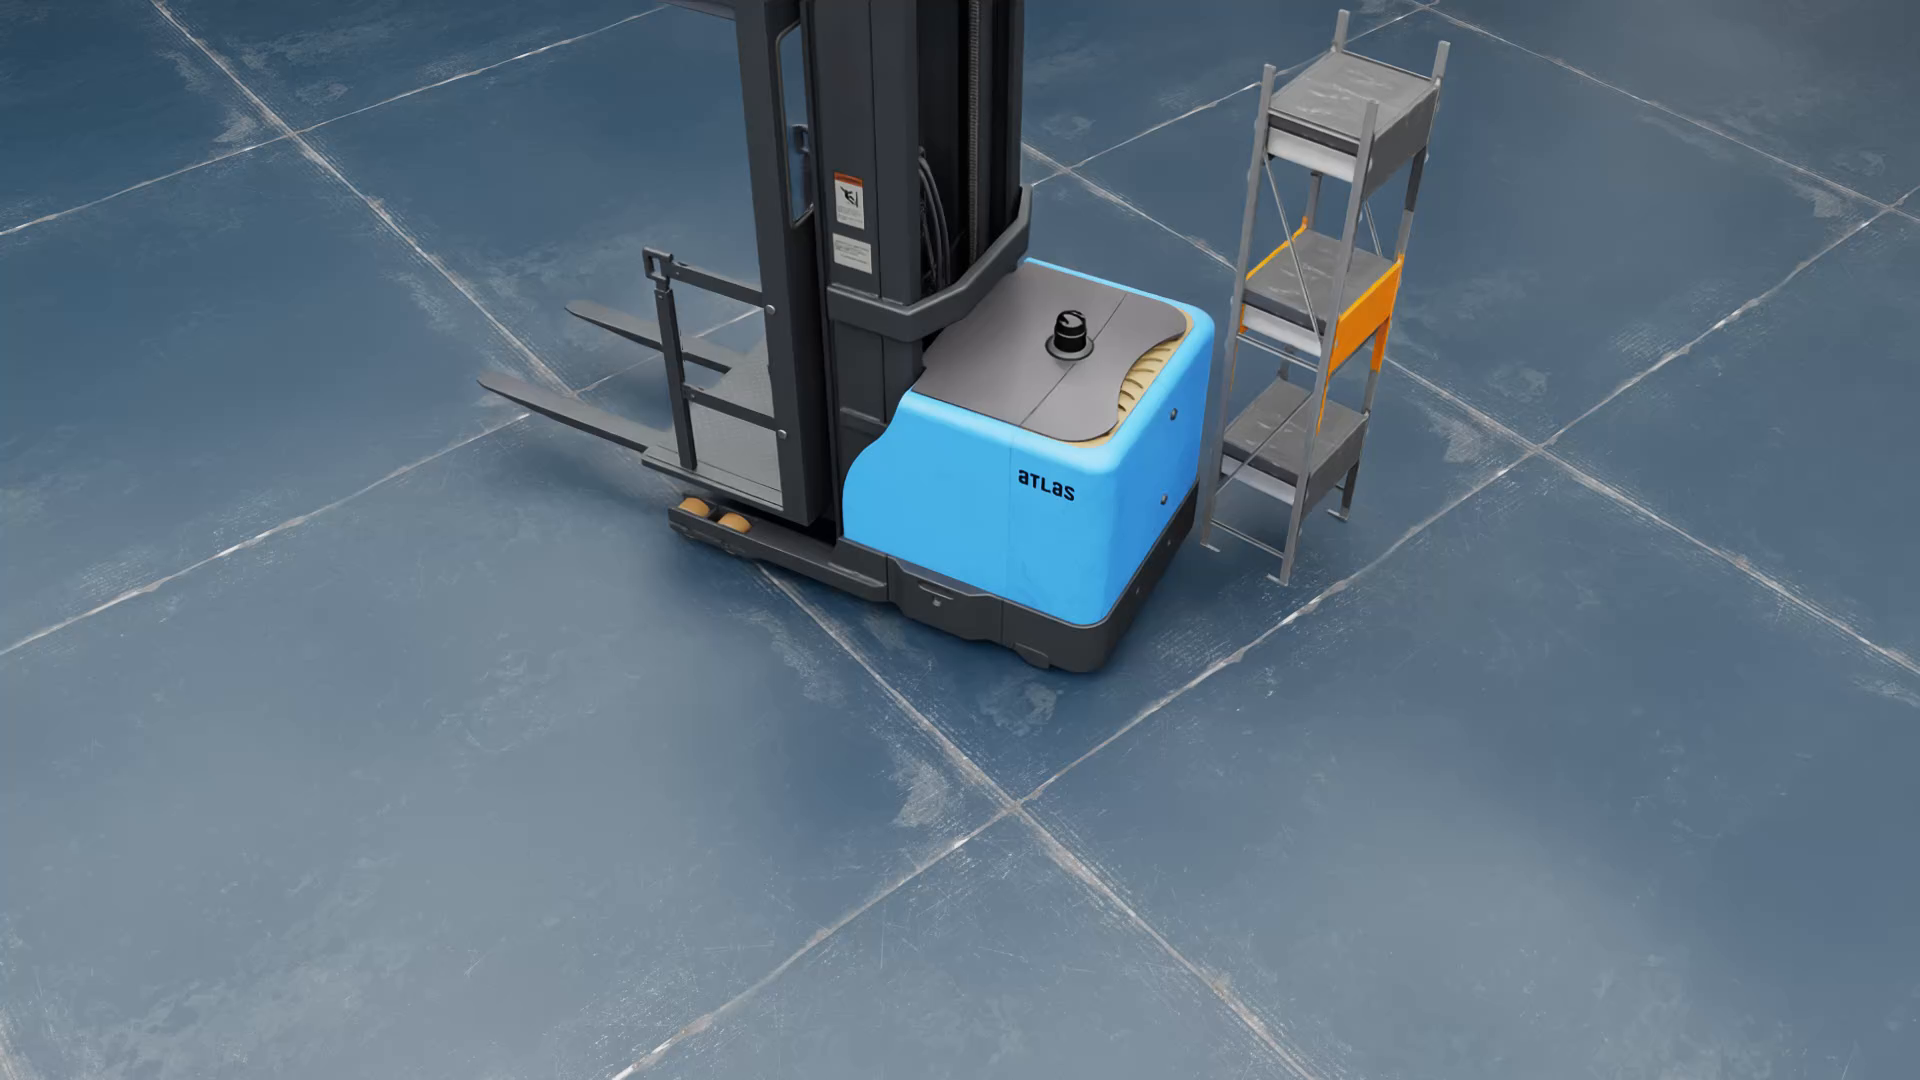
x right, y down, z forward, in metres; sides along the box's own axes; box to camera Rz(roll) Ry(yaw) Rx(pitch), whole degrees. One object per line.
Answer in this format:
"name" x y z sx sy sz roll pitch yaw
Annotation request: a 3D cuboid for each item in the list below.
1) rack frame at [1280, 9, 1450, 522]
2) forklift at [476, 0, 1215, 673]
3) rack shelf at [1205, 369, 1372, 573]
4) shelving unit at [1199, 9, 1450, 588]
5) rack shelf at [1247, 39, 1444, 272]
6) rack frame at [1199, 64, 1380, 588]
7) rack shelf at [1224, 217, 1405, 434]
"rack frame" 1.431 -0.928 6.204 0.400 2.100 0.015 28 50 27
"forklift" -0.596 -1.308 6.002 3.031 2.935 1.130 20 47 20
"rack shelf" 1.281 -0.277 6.553 0.431 0.518 0.480 28 50 27
"shelving unit" 1.281 -0.797 6.064 0.431 2.100 0.503 28 50 27
"rack shelf" 1.281 -1.297 5.594 0.431 0.518 0.480 28 50 27
"rack frame" 1.130 -0.665 5.924 0.400 2.100 0.015 28 50 27
"rack shelf" 1.281 -0.787 6.074 0.431 0.518 0.480 28 50 27
